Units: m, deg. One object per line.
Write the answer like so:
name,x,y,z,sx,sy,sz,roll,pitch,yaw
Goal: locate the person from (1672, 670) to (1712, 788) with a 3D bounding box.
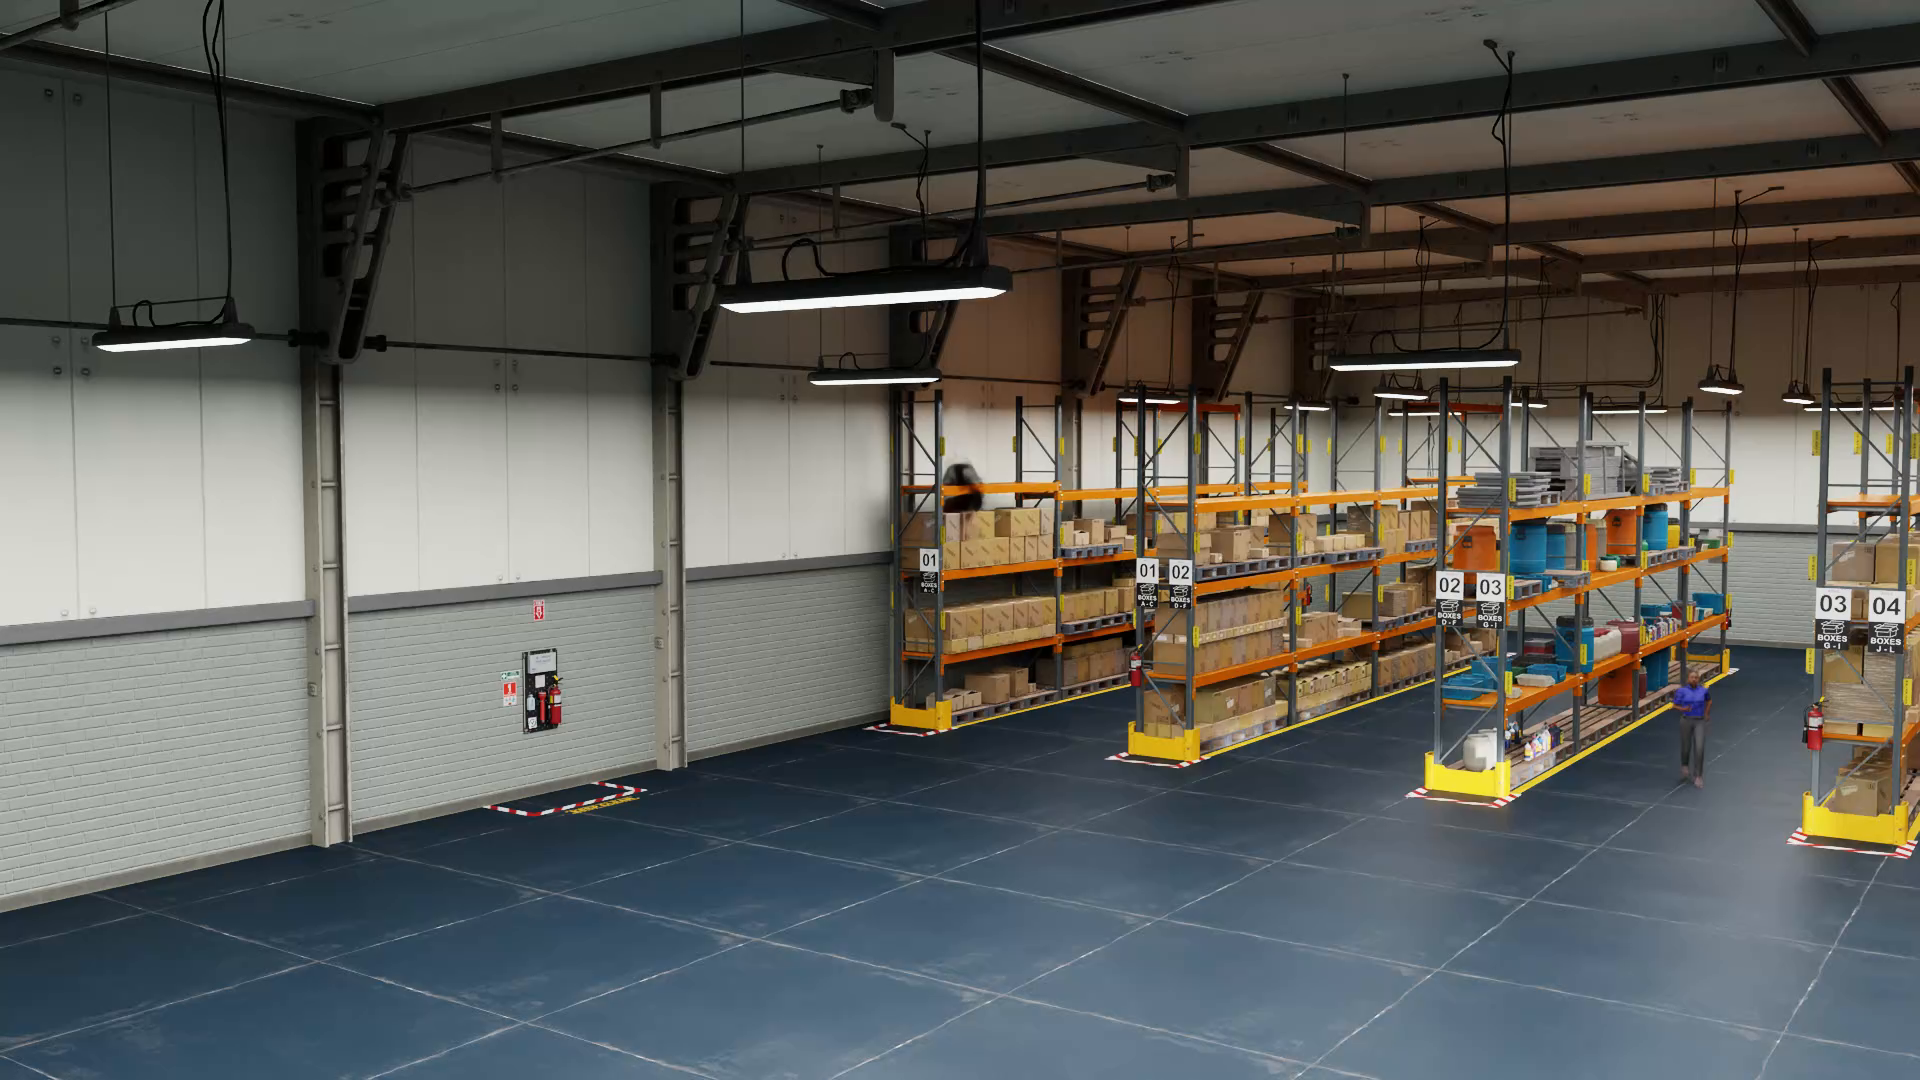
person,10.887,2.767,24.732,0.576,1.679,0.890,1,3,17
